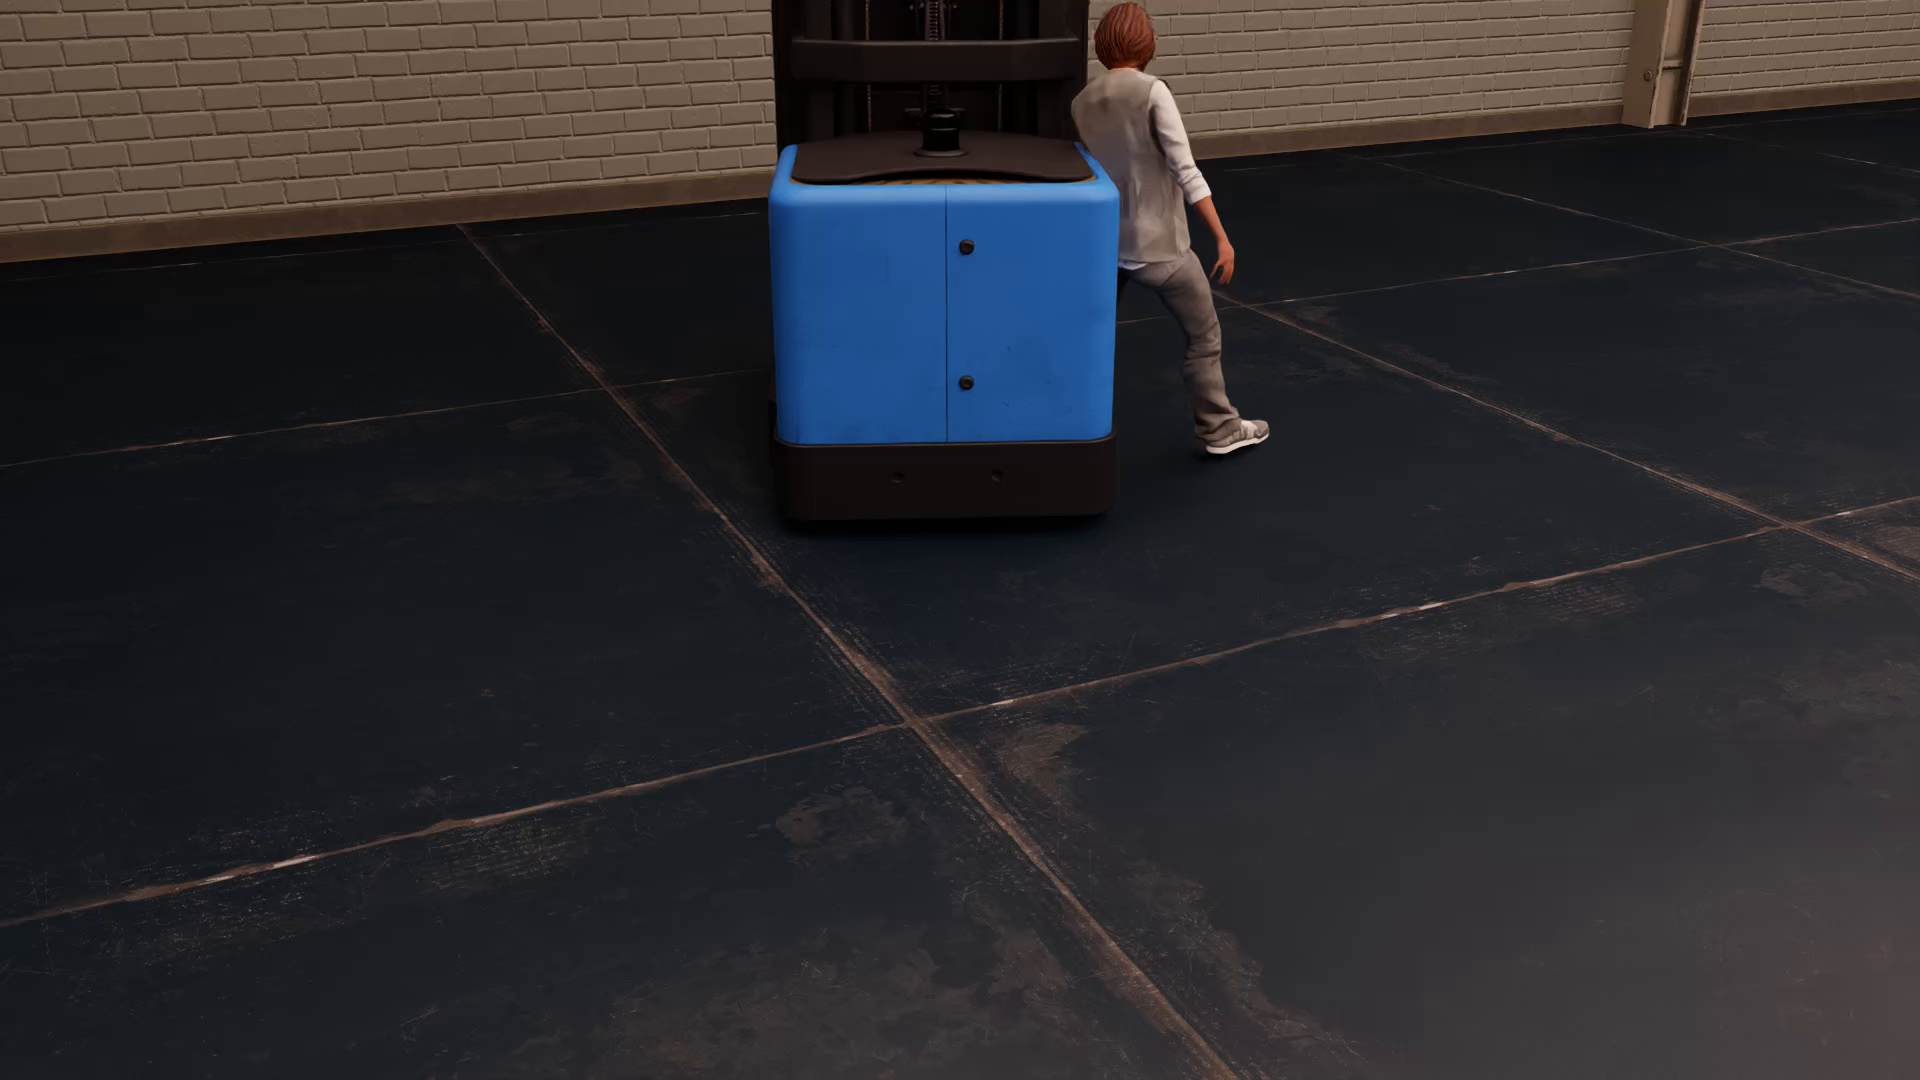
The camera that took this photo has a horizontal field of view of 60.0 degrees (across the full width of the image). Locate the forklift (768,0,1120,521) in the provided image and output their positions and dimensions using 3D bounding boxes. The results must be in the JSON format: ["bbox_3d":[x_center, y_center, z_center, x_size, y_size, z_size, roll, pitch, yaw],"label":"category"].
[{"bbox_3d":[-0.115,-1.933,5.940,1.130,2.935,3.031,-1,23,-3],"label":"forklift"}]

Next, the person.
[{"bbox_3d":[0.653,-0.984,5.488,0.679,1.485,0.782,18,28,36],"label":"person"}]
